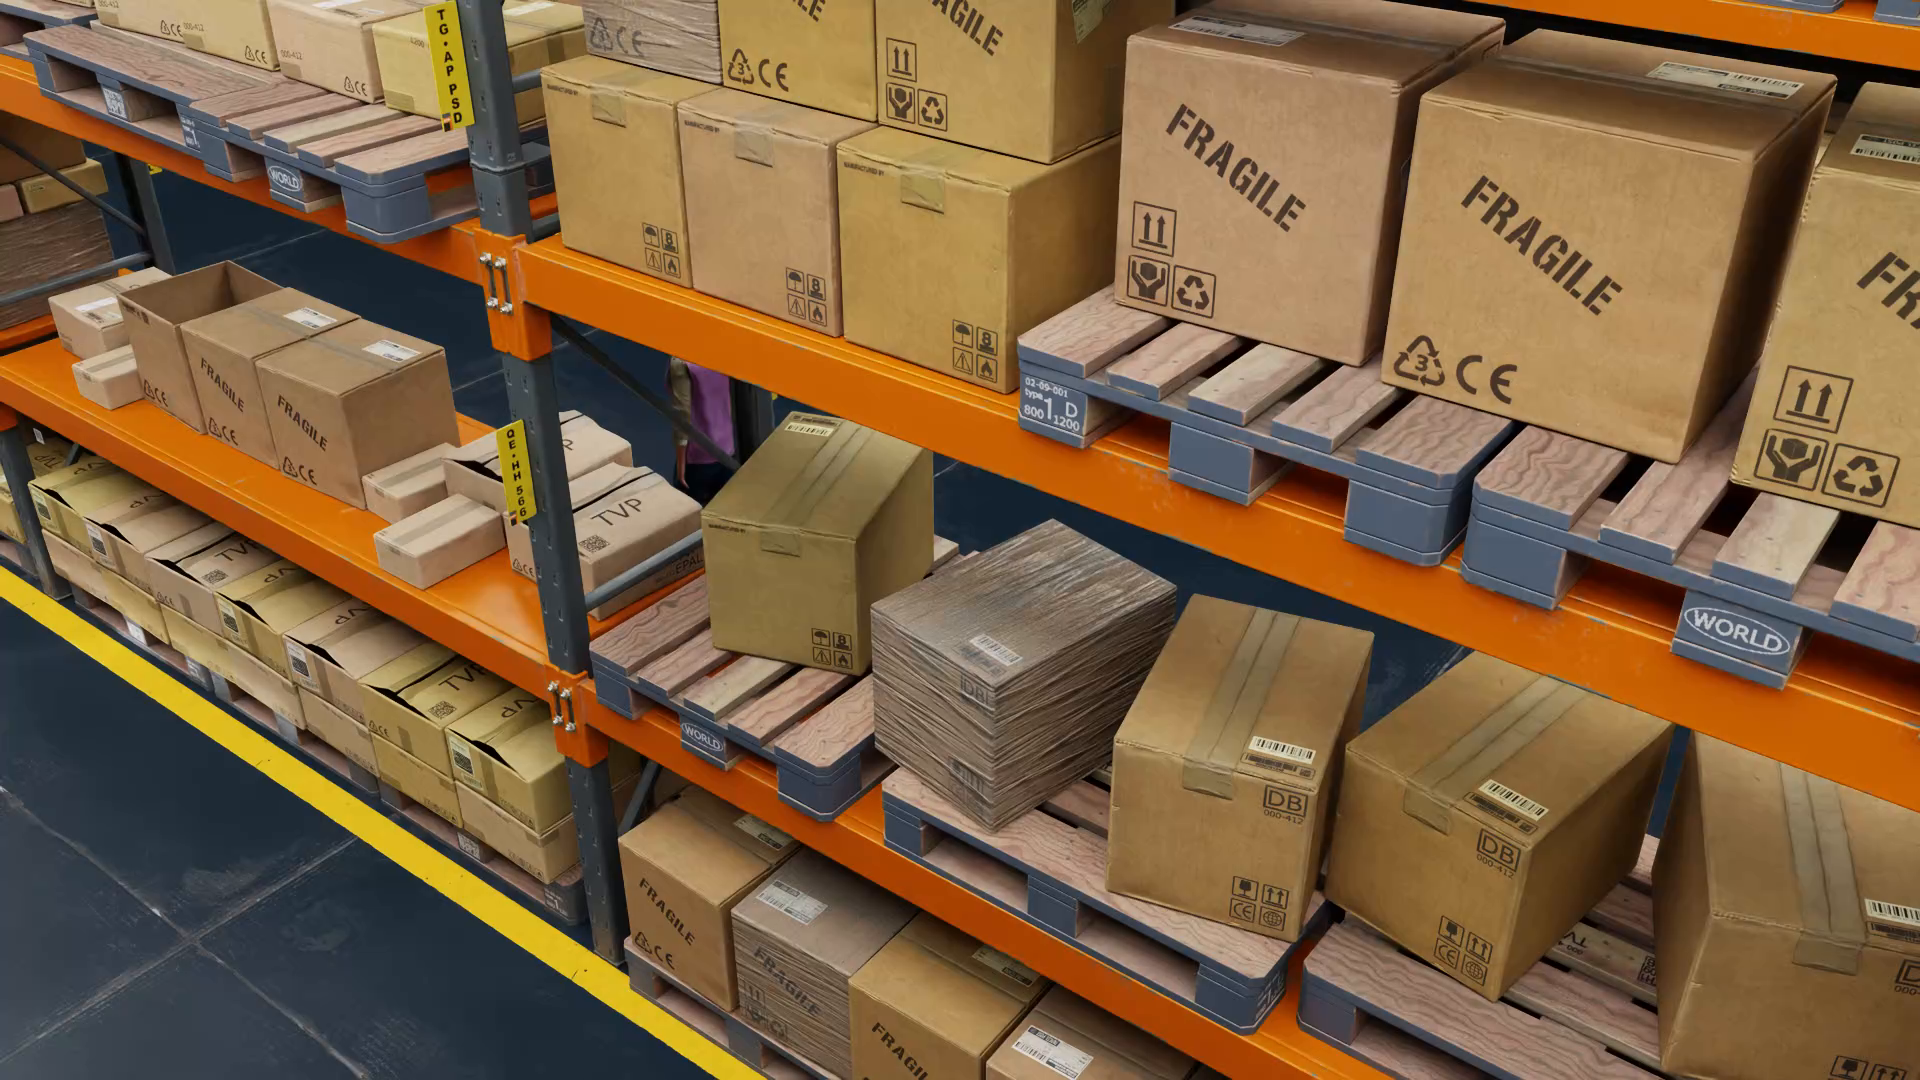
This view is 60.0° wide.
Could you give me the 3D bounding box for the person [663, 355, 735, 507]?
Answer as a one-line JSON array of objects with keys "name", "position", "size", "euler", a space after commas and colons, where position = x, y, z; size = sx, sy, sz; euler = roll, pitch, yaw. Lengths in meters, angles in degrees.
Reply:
[{"name": "person", "position": [-1.121, -0.404, 7.768], "size": [0.573, 1.579, 0.441], "euler": [23, 38, 32]}]
